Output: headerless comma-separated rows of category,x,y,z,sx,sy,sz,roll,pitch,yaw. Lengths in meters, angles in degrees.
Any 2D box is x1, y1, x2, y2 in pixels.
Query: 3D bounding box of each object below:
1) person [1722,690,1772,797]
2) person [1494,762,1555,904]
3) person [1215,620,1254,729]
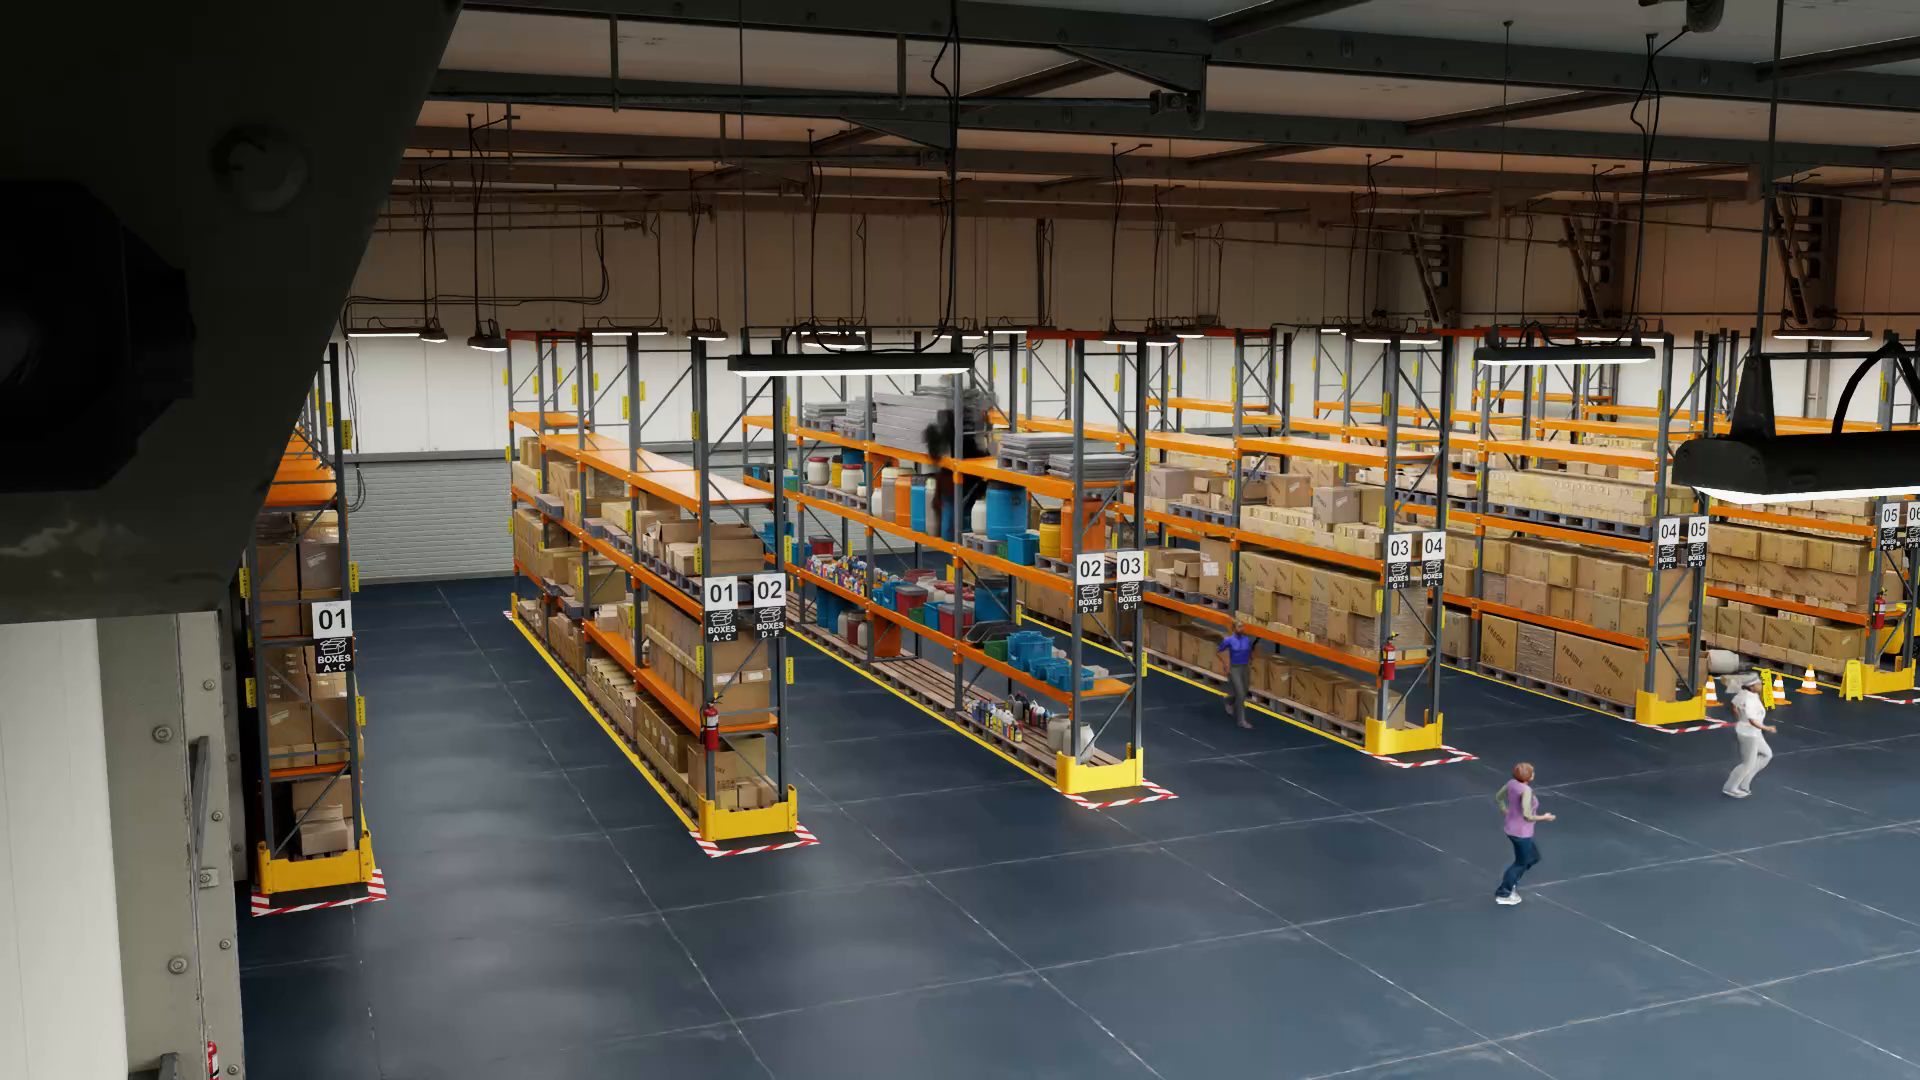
person,10.366,2.676,21.821,0.592,1.399,0.381,3,8,18
person,6.054,3.184,17.849,0.582,1.467,0.529,0,8,-1
person,4.272,2.033,25.675,0.587,1.627,0.871,-4,9,-25
